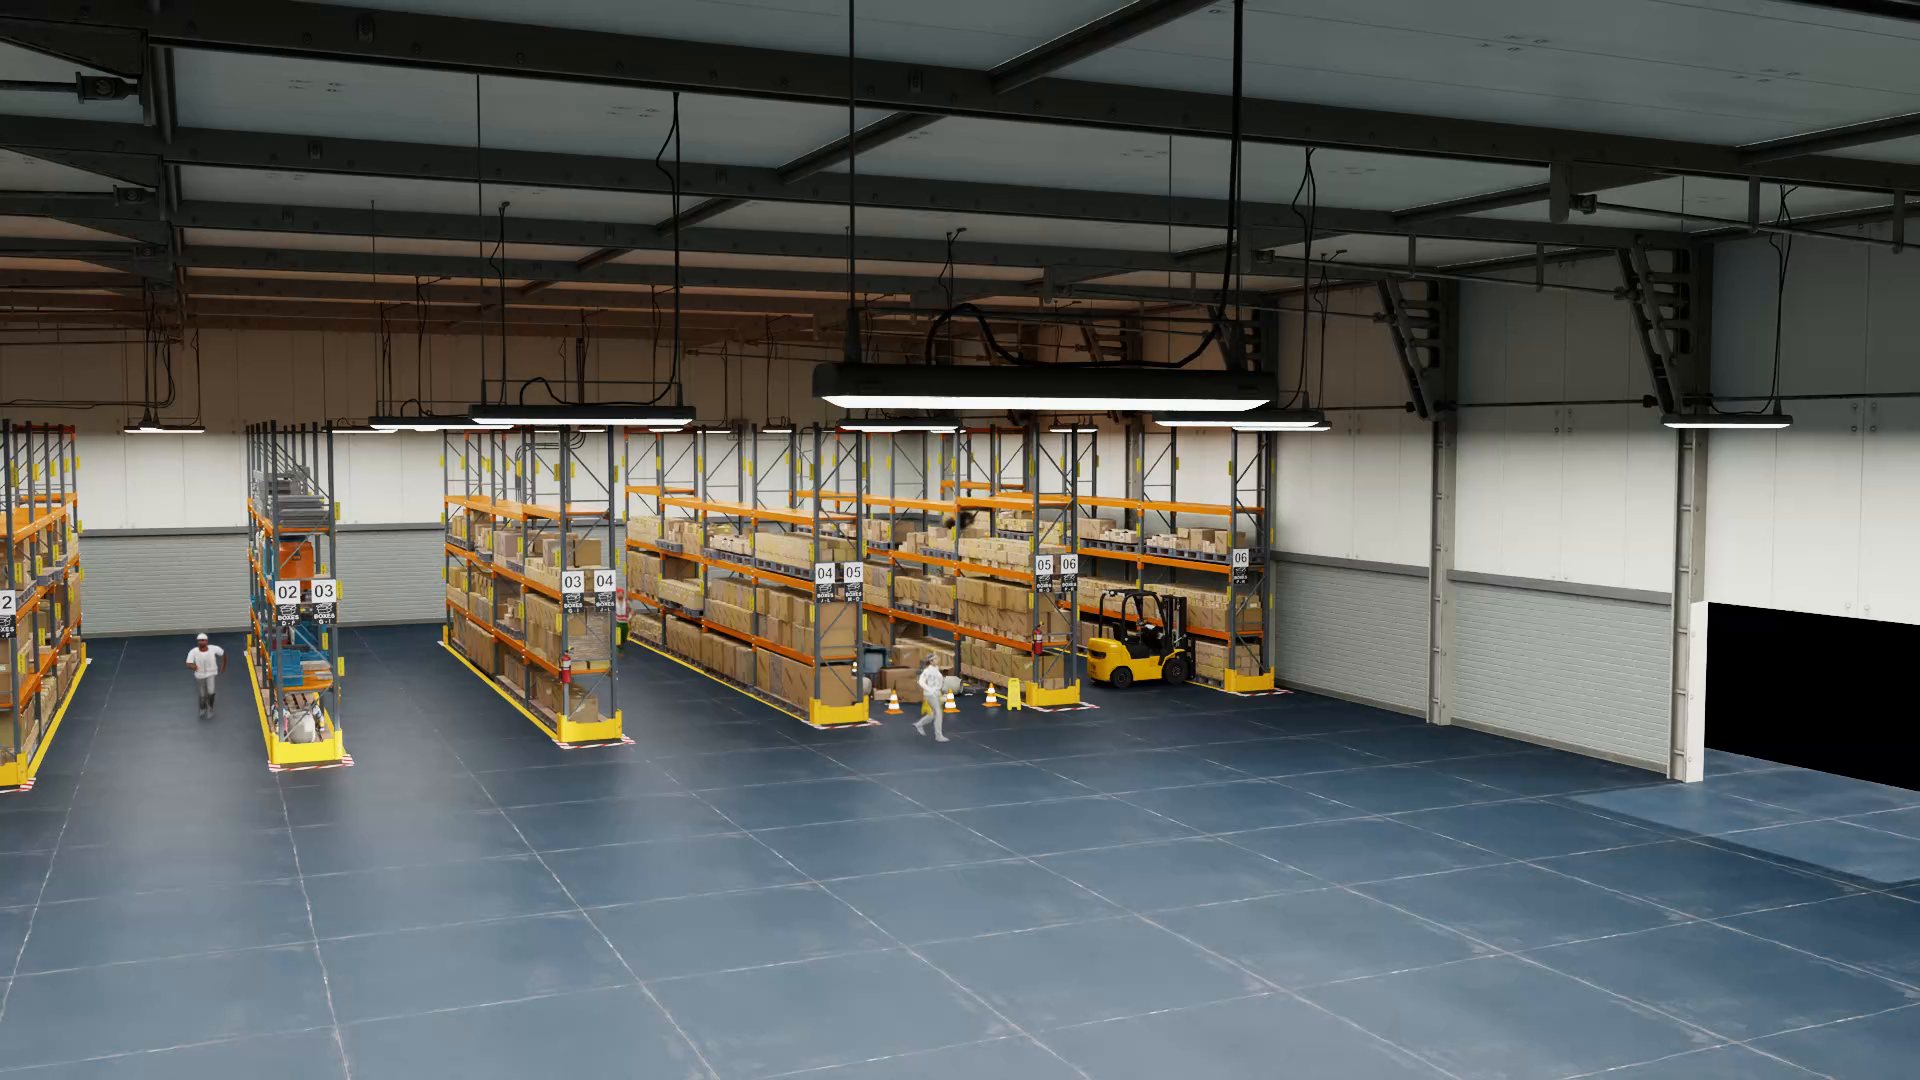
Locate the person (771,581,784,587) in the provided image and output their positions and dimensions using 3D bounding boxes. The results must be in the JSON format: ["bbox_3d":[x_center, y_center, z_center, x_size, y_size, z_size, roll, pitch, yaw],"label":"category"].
[{"bbox_3d":[-5.659,1.705,50.989,0.952,1.628,0.639,-1,4,-12],"label":"person"}]

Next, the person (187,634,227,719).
[{"bbox_3d":[-15.178,2.741,33.506,0.715,1.731,0.843,-1,4,-19],"label":"person"}]

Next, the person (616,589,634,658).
[{"bbox_3d":[-8.811,2.144,43.226,0.668,1.786,0.892,-1,4,-20],"label":"person"}]

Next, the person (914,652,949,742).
[{"bbox_3d":[-0.539,2.935,31.233,0.714,1.691,0.631,1,4,22],"label":"person"}]
